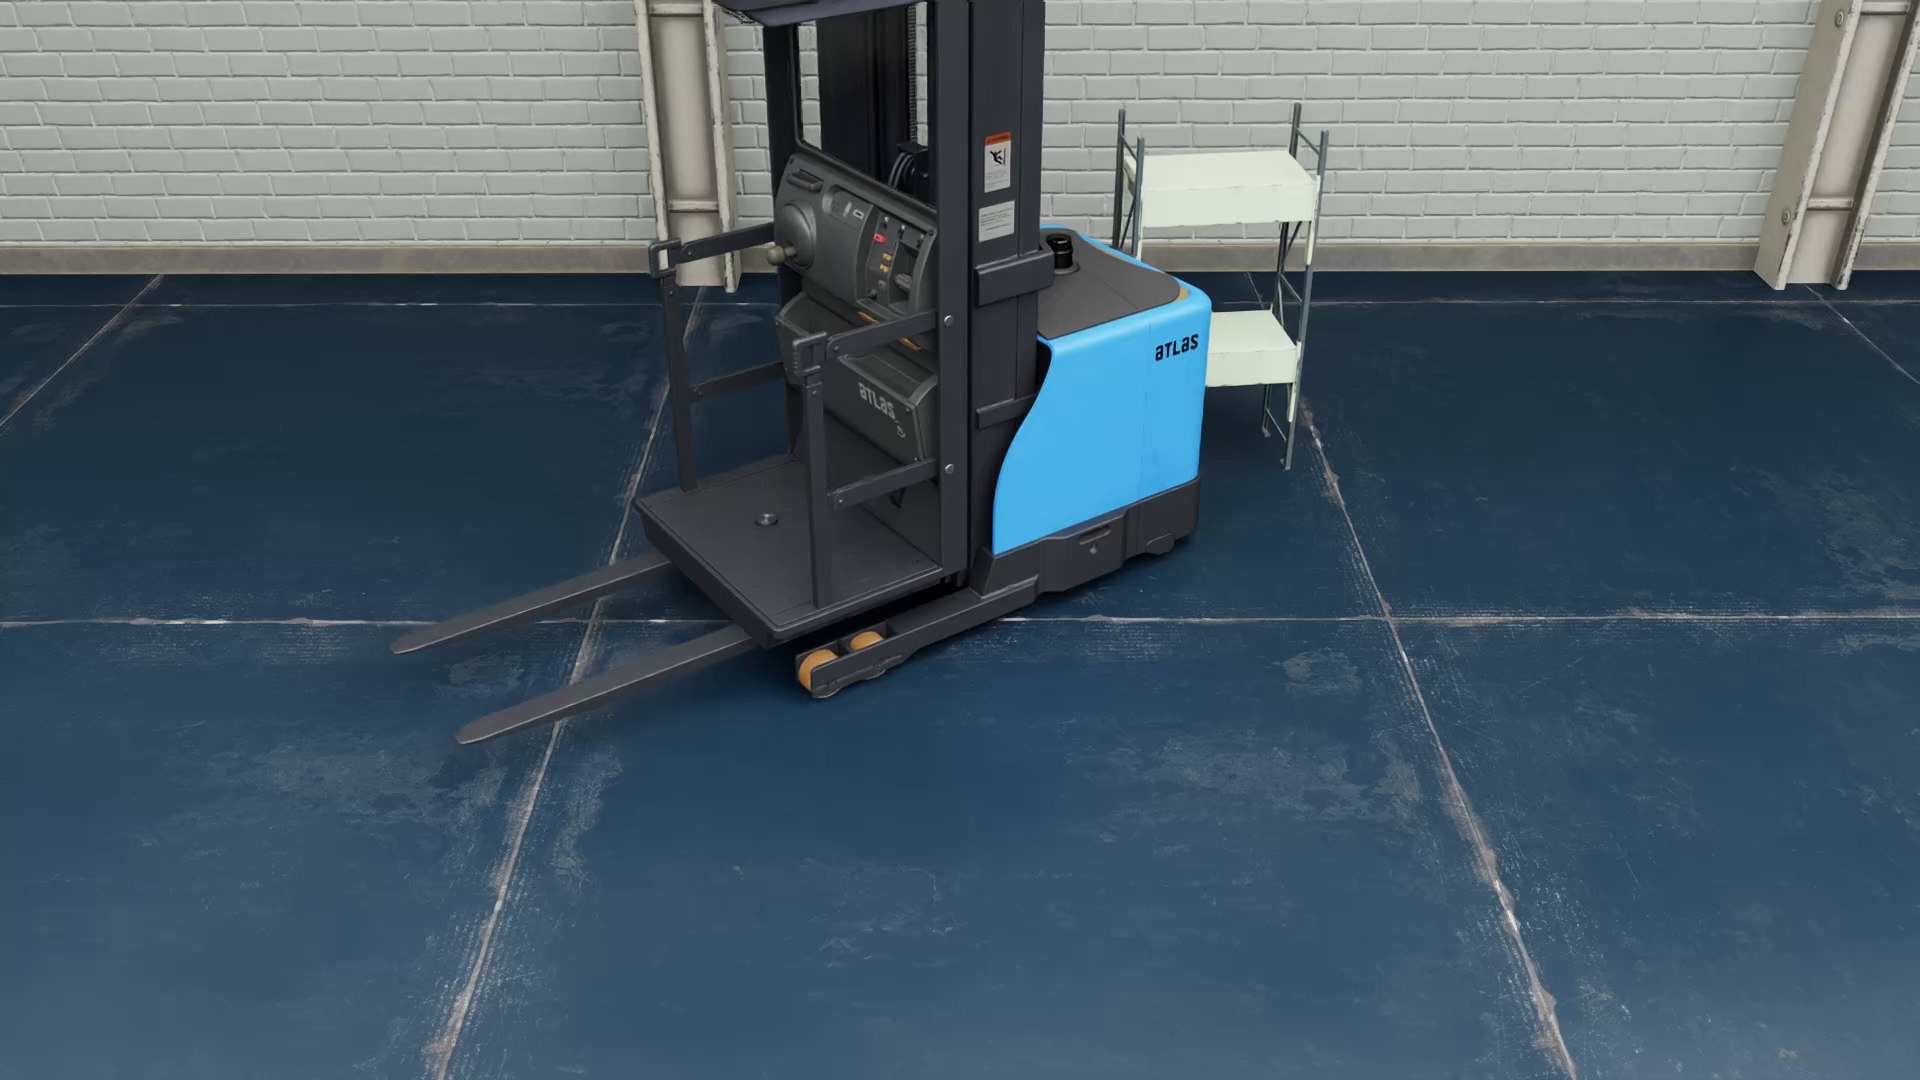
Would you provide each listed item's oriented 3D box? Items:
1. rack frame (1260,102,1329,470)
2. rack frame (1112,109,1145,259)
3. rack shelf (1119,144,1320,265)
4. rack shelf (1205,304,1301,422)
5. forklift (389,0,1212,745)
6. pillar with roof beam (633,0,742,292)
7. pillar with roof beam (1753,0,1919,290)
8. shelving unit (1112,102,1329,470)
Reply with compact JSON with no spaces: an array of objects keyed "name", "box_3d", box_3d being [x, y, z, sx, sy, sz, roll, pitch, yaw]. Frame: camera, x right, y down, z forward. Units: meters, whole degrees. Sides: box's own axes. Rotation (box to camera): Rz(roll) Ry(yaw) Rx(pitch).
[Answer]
[{"name":"rack frame","box_3d":[1.405,-1.049,7.033,0.023,1.500,0.400,-4,31,-6]},{"name":"rack frame","box_3d":[0.678,-1.003,6.958,0.023,1.500,0.400,-4,31,-6]},{"name":"rack shelf","box_3d":[1.042,-1.360,6.793,0.720,0.370,0.431,-4,31,-6]},{"name":"rack shelf","box_3d":[1.042,-0.748,7.164,0.720,0.370,0.431,-4,31,-6]},{"name":"forklift","box_3d":[-0.539,-1.012,5.592,3.031,2.935,1.130,-20,37,-30]},{"name":"pillar with roof beam","box_3d":[-1.379,-3.028,3.066,0.400,9.000,9.100,0,31,0]},{"name":"pillar with roof beam","box_3d":[4.621,-3.047,3.097,0.400,9.000,9.100,0,31,0]},{"name":"shelving unit","box_3d":[1.042,-1.026,6.995,0.755,1.500,0.431,-4,31,-6]}]
